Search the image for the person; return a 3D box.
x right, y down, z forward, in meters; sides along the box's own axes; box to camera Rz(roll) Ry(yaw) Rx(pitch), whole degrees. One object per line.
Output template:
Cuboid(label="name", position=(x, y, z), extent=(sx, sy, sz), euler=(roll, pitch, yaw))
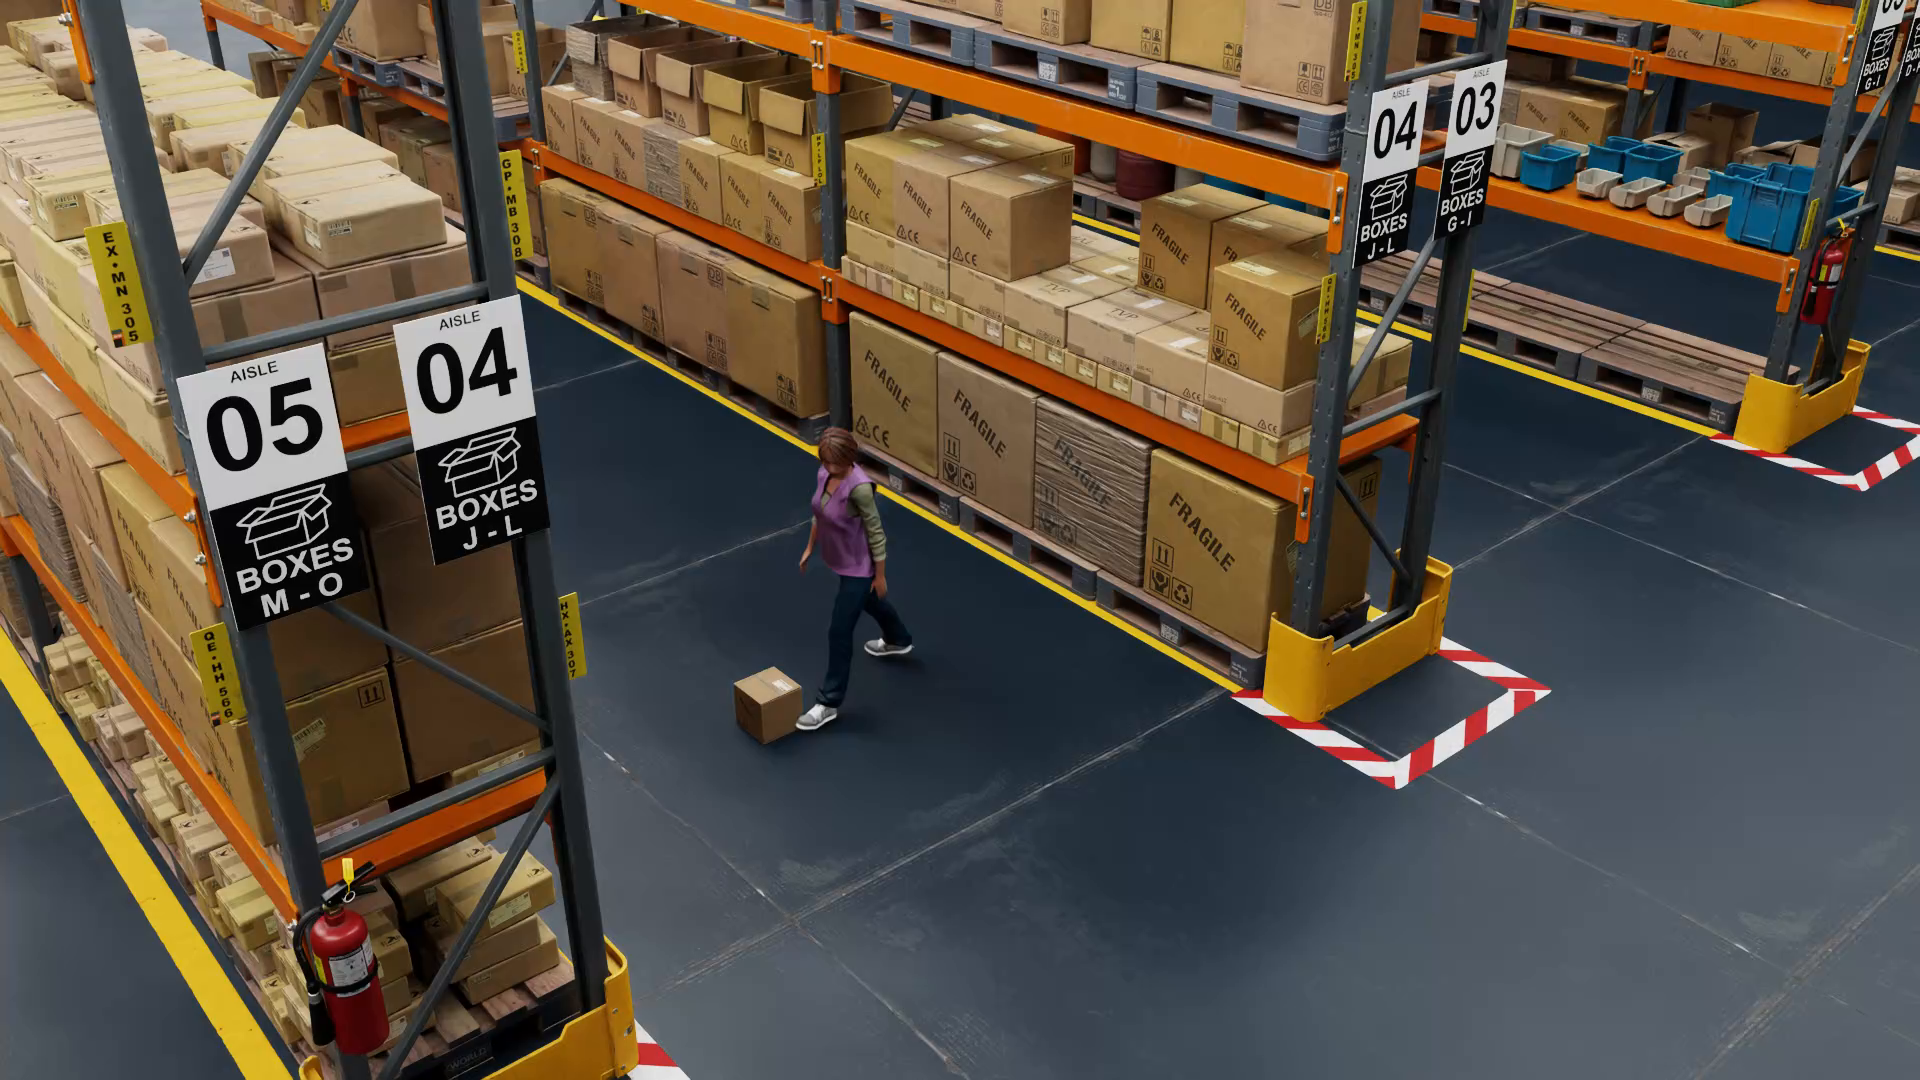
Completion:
Cuboid(label="person", position=(-0.591, 0.106, 8.444), extent=(0.849, 1.545, 0.551), euler=(-15, 32, -26))
